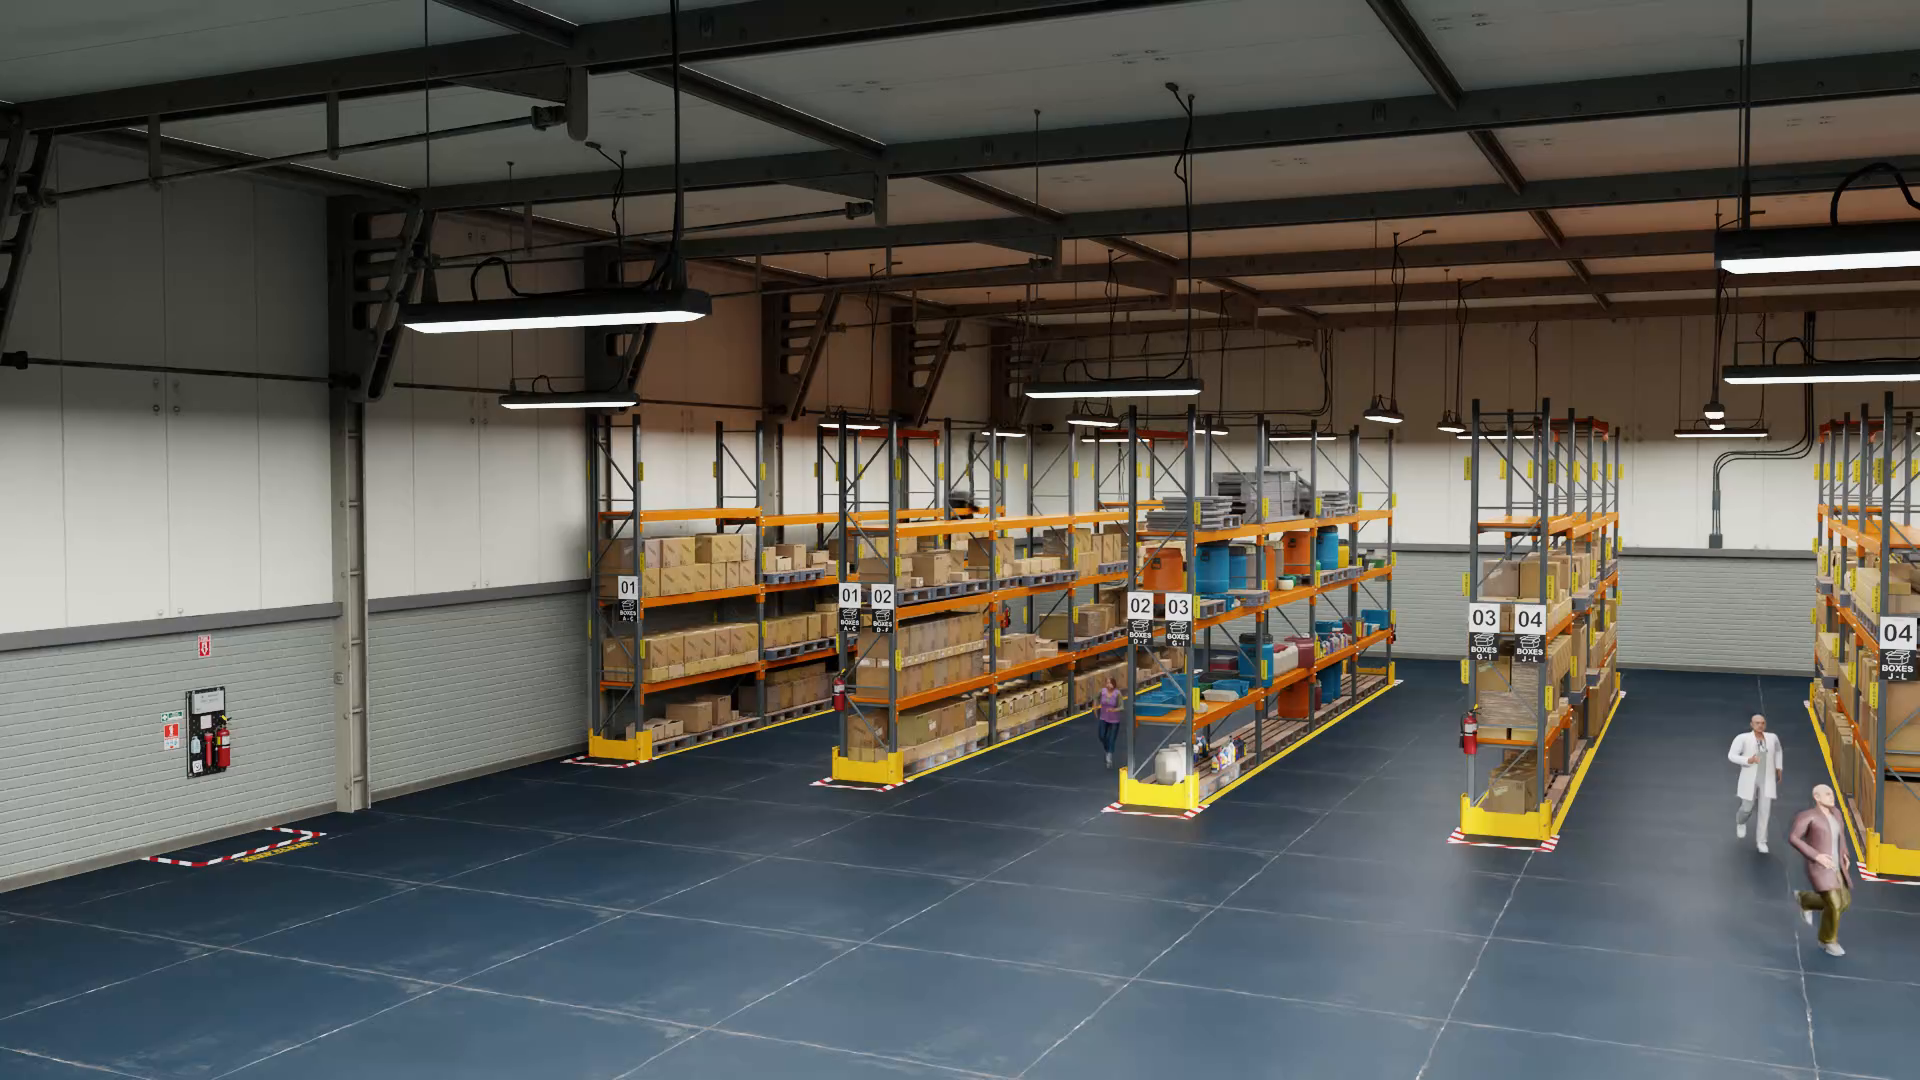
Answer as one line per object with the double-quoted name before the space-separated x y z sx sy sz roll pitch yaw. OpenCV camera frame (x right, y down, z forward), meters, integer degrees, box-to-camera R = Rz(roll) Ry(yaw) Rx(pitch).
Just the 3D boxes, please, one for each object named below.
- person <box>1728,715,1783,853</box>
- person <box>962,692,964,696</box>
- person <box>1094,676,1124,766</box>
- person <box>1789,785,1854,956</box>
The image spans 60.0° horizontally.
"person" 10.556 3.291 22.062 0.725 1.559 0.979 0 2 12
"person" -0.021 2.746 35.816 0.615 1.606 0.615 1 2 19
"person" 2.490 3.064 28.021 0.569 1.548 0.678 1 2 17
"person" 9.027 3.527 17.476 0.742 1.531 0.714 -1 3 -24
